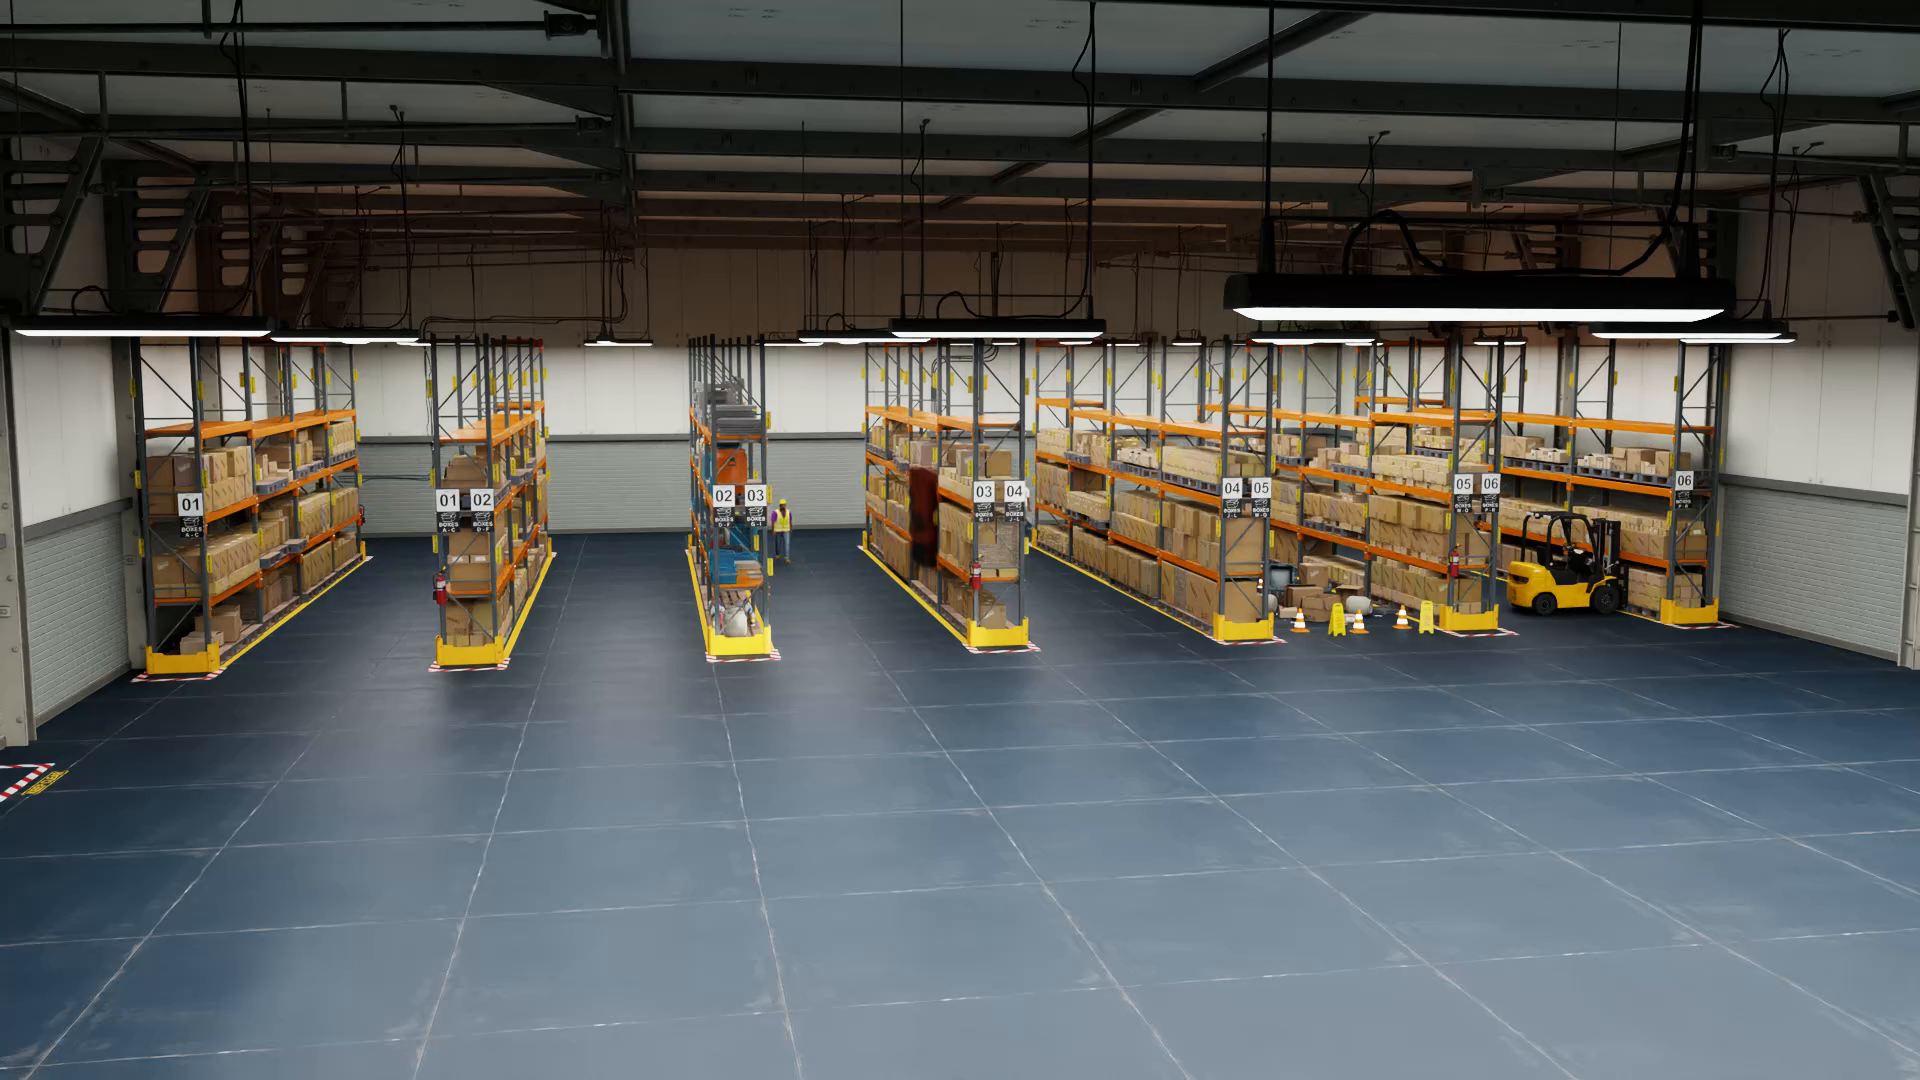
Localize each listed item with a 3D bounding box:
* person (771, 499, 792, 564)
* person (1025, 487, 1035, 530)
[{"bbox_3d":[-4.771,-0.239,44.595,0.604,1.713,1.093,-2,7,-14],"label":"person"},{"bbox_3d":[1.936,-1.075,51.835,0.979,1.731,0.536,-3,7,-21],"label":"person"}]
